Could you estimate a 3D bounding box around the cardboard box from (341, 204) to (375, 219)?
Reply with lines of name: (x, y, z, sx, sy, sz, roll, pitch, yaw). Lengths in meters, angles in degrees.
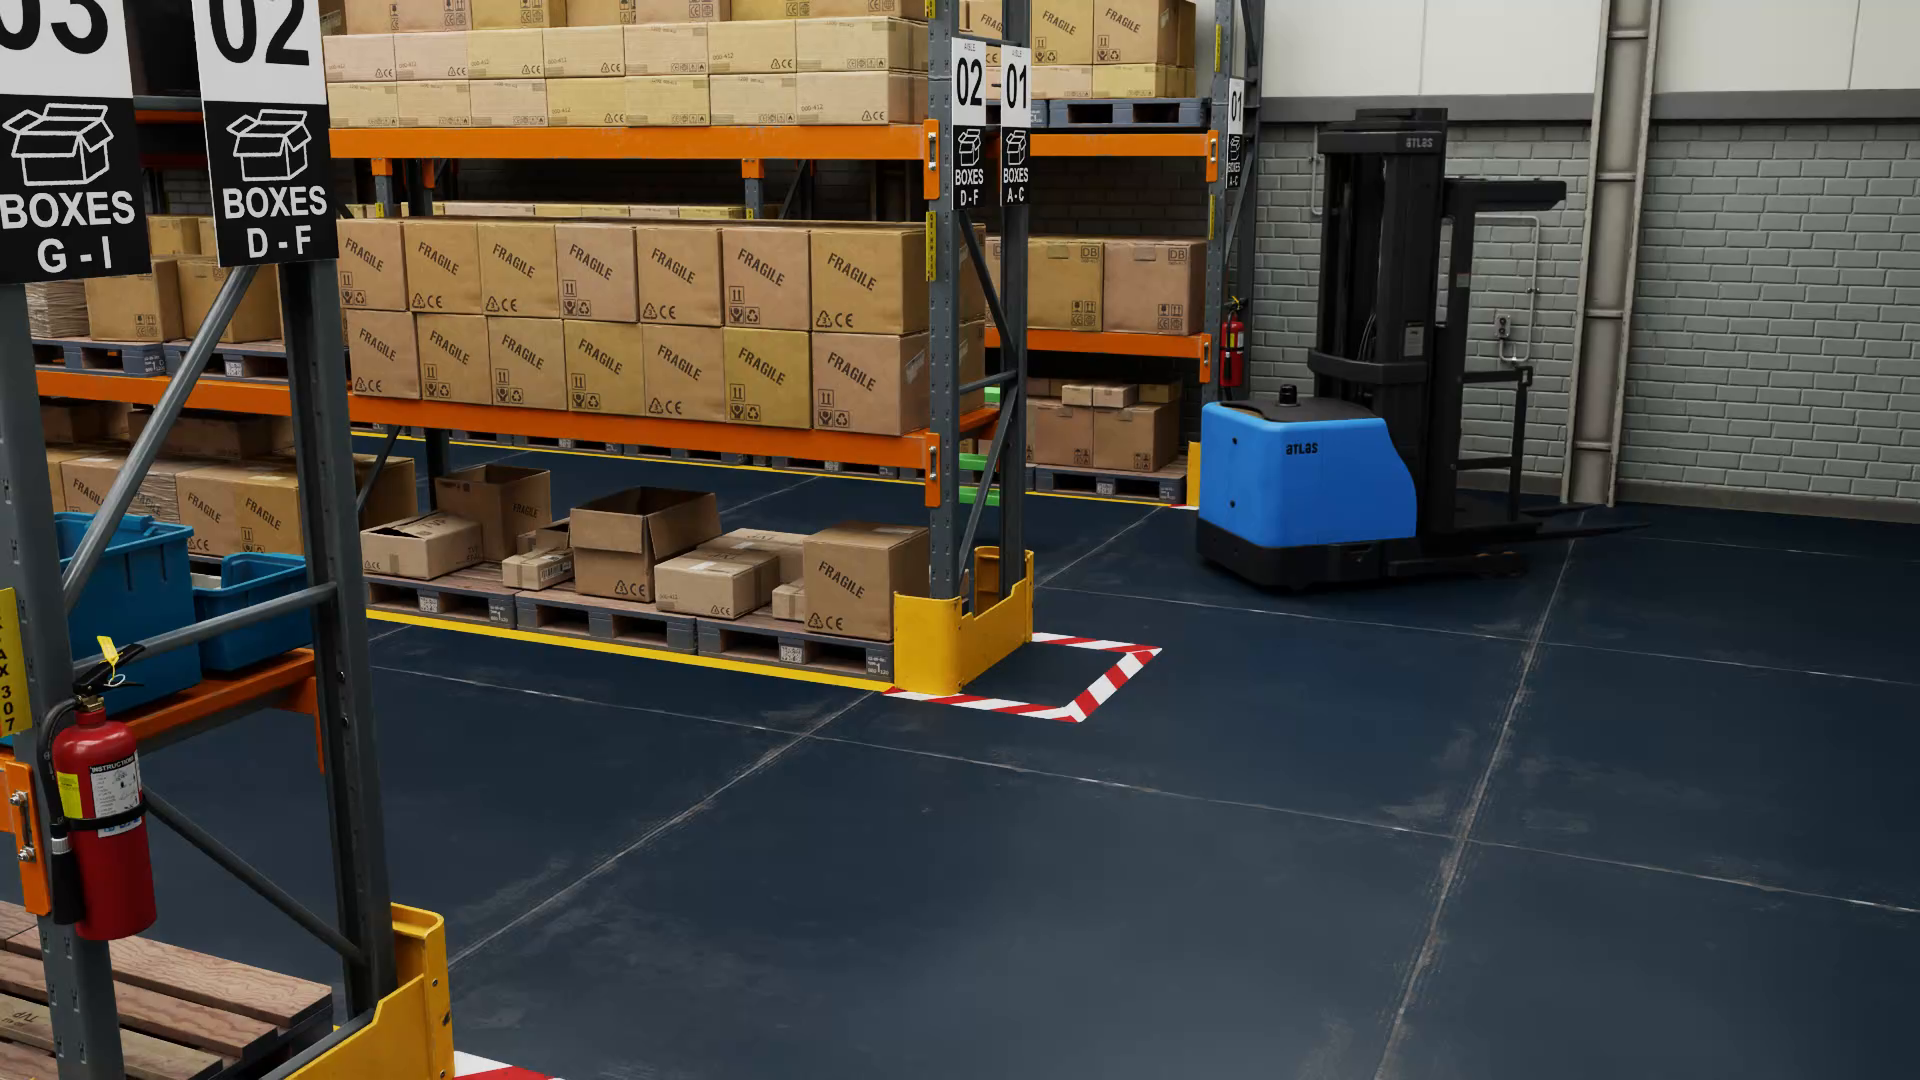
cardboard box: (-5.833, -3.204, 16.242, 0.250, 0.149, 0.380, 3, 14, 14)

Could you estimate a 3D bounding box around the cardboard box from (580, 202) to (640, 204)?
cardboard box: (-3.280, -3.010, 15.460, 0.500, 0.250, 0.500, 5, 14, 22)

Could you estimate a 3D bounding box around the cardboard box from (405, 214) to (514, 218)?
cardboard box: (-2.984, -1.711, 10.072, 0.500, 0.500, 0.500, 6, 14, 24)

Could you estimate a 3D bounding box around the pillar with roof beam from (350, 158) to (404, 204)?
pillar with roof beam: (-7.787, -4.896, 12.920, 0.400, 9.000, 9.100, 6, 14, 23)

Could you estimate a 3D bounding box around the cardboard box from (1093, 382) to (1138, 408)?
cardboard box: (1.237, -1.154, 13.239, 0.250, 0.149, 0.380, 6, 14, 23)

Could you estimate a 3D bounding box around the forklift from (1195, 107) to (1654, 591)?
forklift: (3.150, -1.286, 10.820, 3.031, 2.935, 1.130, -4, 14, -17)

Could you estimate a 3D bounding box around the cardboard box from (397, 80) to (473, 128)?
cardboard box: (-2.751, -2.412, 9.228, 0.500, 0.250, 0.500, 6, 14, 23)

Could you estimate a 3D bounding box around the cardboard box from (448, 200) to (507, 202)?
cardboard box: (-4.686, -3.154, 16.073, 0.500, 0.250, 0.500, 6, 15, 25)

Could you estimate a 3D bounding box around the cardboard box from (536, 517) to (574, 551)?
cardboard box: (-2.230, -0.010, 10.155, 0.500, 0.311, 0.500, 6, 14, 23)

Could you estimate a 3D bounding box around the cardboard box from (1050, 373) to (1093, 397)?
cardboard box: (0.932, -1.280, 13.777, 0.250, 0.149, 0.380, 6, 14, 24)

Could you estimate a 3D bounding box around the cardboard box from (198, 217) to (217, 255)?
cardboard box: (-7.288, -3.044, 16.981, 0.500, 0.500, 0.700, 8, 15, 31)

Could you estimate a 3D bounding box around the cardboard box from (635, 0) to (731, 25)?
cardboard box: (-1.294, -2.926, 8.683, 0.500, 0.500, 0.700, 6, 14, 23)

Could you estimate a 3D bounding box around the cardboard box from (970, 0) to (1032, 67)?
cardboard box: (0.396, -3.944, 12.980, 0.500, 0.500, 0.500, 5, 14, 21)

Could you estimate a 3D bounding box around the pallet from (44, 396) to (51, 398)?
pallet: (-10.610, -1.753, 18.763, 1.213, 0.211, 1.003, 6, 14, 23)

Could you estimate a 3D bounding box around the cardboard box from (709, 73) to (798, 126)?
cardboard box: (-0.923, -2.226, 8.438, 0.500, 0.250, 0.500, 6, 14, 23)

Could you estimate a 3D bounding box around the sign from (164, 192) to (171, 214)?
sign: (-8.641, -3.623, 18.095, 0.005, 0.325, 0.100, 6, 14, 23)

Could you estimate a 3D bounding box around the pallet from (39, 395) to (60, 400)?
pallet: (-9.491, -1.640, 18.284, 1.213, 0.211, 1.003, 6, 14, 23)

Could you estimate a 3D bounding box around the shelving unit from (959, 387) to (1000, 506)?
shelving unit: (0.151, -0.569, 11.553, 0.503, 1.200, 0.258, 6, 14, 23)

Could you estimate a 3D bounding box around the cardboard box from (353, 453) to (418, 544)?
cardboard box: (-3.895, -0.261, 10.809, 0.500, 0.500, 0.500, 5, 14, 21)

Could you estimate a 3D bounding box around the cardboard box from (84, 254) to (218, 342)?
cardboard box: (-5.192, -1.572, 10.749, 0.500, 0.500, 0.700, 2, 13, 9)

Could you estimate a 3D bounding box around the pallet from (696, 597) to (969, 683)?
pallet: (-0.693, 0.479, 9.251, 1.213, 0.211, 1.003, 6, 14, 23)

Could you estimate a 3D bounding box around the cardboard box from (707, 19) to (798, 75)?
cardboard box: (-0.924, -2.469, 8.379, 0.500, 0.250, 0.500, 6, 14, 23)

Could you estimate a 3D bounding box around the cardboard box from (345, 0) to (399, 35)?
cardboard box: (-3.091, -3.127, 9.540, 0.500, 0.500, 0.700, 6, 14, 23)

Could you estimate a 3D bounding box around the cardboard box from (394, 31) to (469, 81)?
cardboard box: (-2.749, -2.656, 9.175, 0.500, 0.250, 0.500, 6, 14, 23)

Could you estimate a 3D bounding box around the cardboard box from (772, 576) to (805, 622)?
cardboard box: (-0.825, 0.312, 9.097, 0.250, 0.166, 0.380, 6, 14, 23)

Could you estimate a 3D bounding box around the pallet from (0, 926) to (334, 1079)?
pallet: (-2.642, 1.510, 4.860, 1.213, 0.211, 1.003, 6, 14, 23)

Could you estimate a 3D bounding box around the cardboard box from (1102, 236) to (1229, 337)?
cardboard box: (1.639, -2.024, 13.158, 0.700, 0.700, 0.980, 7, 15, 26)

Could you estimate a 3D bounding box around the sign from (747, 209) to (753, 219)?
sign: (-1.759, -2.614, 13.967, 0.005, 0.325, 0.100, 6, 14, 23)

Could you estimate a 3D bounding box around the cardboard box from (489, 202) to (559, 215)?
cardboard box: (-3.944, -2.951, 15.208, 0.500, 0.250, 0.500, 6, 14, 24)

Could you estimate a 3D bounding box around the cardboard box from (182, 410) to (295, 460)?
cardboard box: (-4.809, -0.719, 11.118, 0.500, 0.250, 0.500, 6, 14, 23)

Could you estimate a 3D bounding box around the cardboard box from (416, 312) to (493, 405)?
cardboard box: (-2.726, -1.066, 9.512, 0.500, 0.500, 0.500, 6, 15, 24)

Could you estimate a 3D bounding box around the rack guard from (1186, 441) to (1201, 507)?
rack guard: (2.131, -0.614, 13.276, 0.348, 0.500, 1.175, 6, 14, 23)

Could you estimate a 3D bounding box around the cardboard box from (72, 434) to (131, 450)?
cardboard box: (-5.785, -0.450, 11.615, 0.500, 0.500, 0.500, 5, 14, 21)

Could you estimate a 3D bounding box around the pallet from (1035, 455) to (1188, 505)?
pallet: (1.346, -0.533, 13.564, 1.213, 0.211, 1.003, 6, 14, 23)

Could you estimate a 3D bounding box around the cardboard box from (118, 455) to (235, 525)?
cardboard box: (-5.025, -0.245, 10.742, 0.500, 0.500, 0.500, 6, 14, 24)

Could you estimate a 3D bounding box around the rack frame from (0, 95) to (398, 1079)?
rack frame: (-1.904, 0.236, 4.181, 0.127, 3.000, 1.000, 6, 14, 23)

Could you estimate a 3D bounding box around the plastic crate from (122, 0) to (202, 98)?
plastic crate: (-2.143, -1.254, 4.254, 0.590, 0.269, 0.497, 6, 14, 23)

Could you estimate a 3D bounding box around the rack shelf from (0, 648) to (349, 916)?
rack shelf: (-3.732, 0.402, 5.052, 4.000, 0.370, 1.077, 6, 14, 23)

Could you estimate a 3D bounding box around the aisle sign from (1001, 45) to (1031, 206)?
aisle sign: (0.287, -2.119, 8.527, 0.004, 0.787, 0.394, 6, 14, 23)

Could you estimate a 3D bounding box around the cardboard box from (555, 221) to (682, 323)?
cardboard box: (-1.820, -1.458, 8.995, 0.500, 0.500, 0.500, 6, 15, 25)

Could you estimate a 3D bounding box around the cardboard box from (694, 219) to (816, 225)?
cardboard box: (-1.129, -1.524, 9.274, 0.500, 0.500, 0.500, 6, 14, 24)

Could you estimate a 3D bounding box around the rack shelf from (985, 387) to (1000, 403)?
rack shelf: (0.151, -0.974, 11.457, 0.480, 0.148, 0.258, 6, 14, 23)

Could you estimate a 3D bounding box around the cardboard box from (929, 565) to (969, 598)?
cardboard box: (-0.138, 0.265, 9.335, 0.250, 0.149, 0.380, 6, 14, 23)

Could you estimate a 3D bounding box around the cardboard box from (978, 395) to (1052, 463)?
cardboard box: (0.511, -0.957, 13.819, 0.500, 0.500, 0.700, 5, 14, 21)

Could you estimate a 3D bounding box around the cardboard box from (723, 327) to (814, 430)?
cardboard box: (-0.890, -0.878, 8.713, 0.500, 0.500, 0.500, 6, 14, 24)

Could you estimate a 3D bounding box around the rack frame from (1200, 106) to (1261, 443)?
rack frame: (2.109, -1.833, 13.000, 0.127, 3.000, 1.000, 6, 14, 23)

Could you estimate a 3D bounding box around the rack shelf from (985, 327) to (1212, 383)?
rack shelf: (0.280, -1.668, 13.871, 4.000, 0.370, 1.077, 6, 14, 23)

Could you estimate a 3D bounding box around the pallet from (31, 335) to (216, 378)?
pallet: (-5.428, -1.266, 11.003, 1.213, 0.211, 1.003, 6, 14, 23)

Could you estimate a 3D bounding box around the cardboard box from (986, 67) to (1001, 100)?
cardboard box: (0.378, -3.581, 13.073, 0.500, 0.250, 0.500, 5, 14, 22)

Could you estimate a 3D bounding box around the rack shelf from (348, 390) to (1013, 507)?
rack shelf: (-1.723, -0.633, 9.460, 4.000, 0.370, 1.077, 6, 14, 23)
